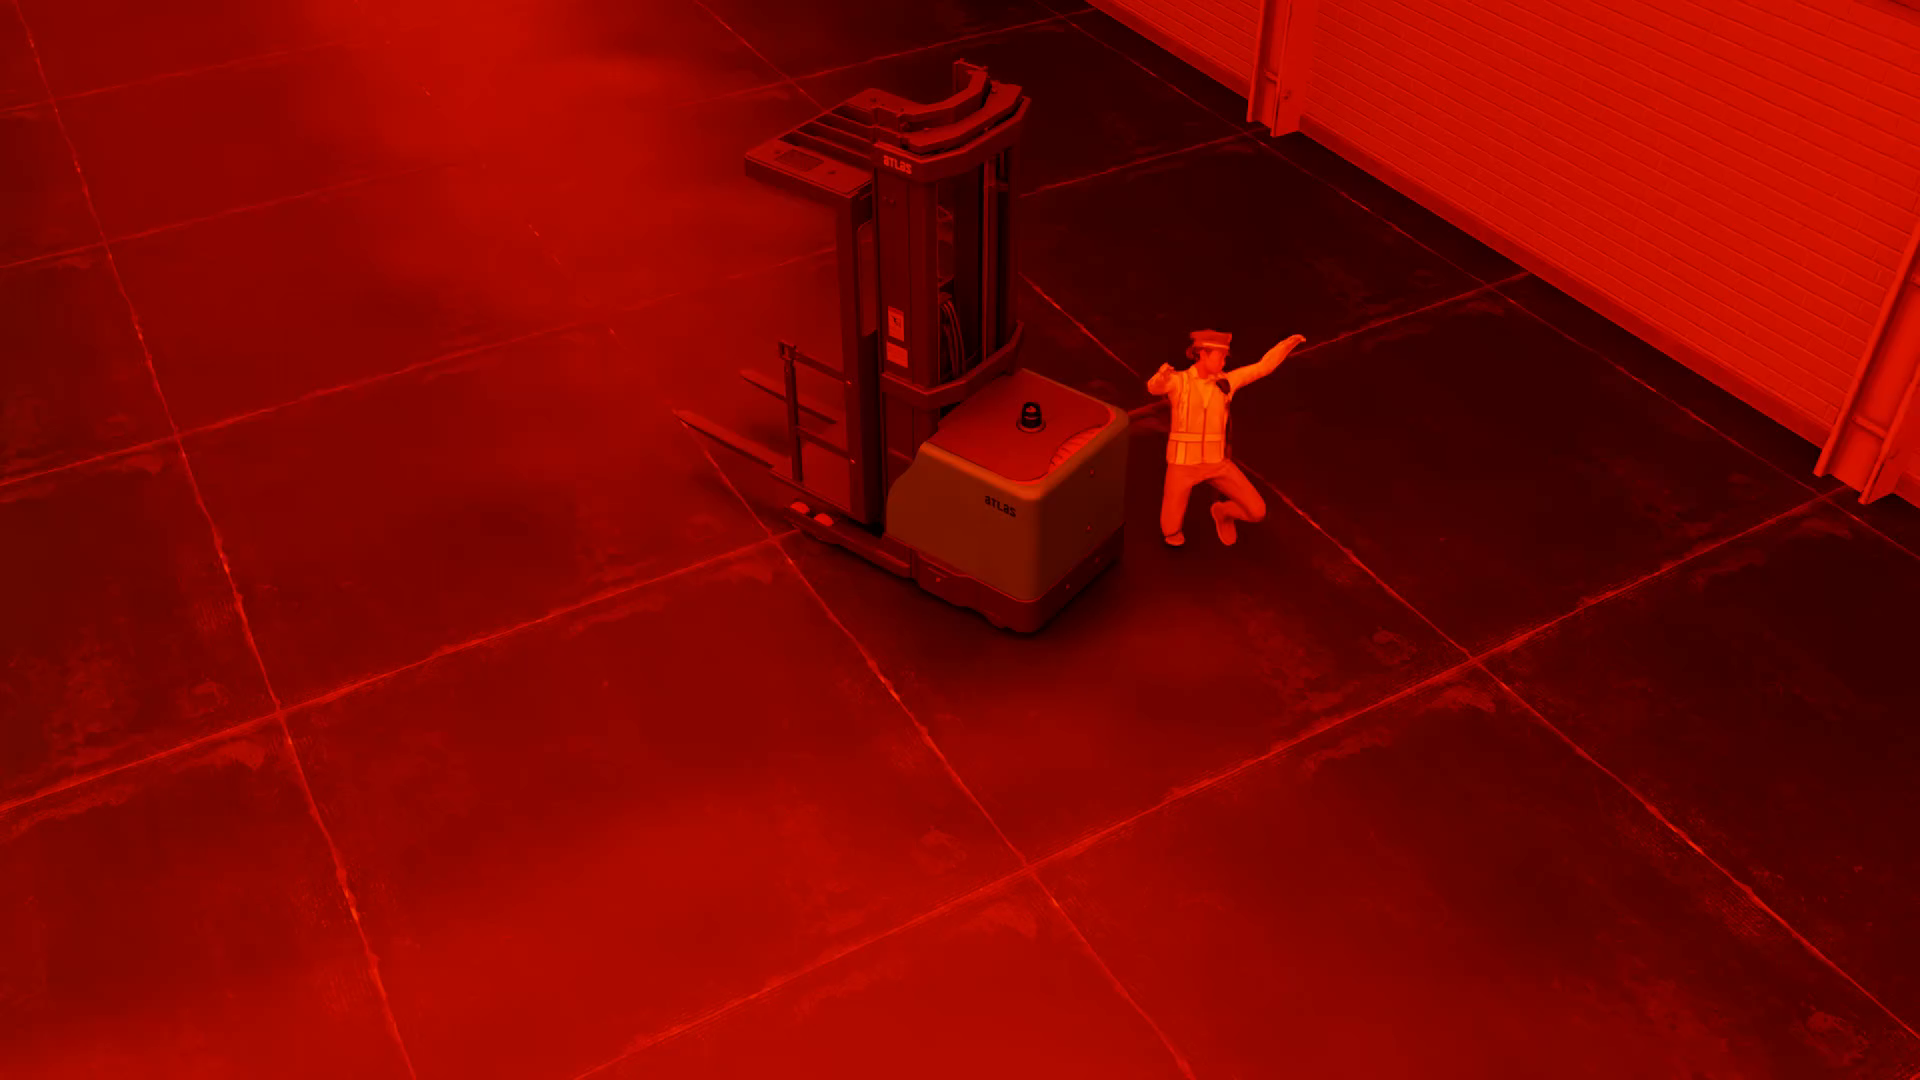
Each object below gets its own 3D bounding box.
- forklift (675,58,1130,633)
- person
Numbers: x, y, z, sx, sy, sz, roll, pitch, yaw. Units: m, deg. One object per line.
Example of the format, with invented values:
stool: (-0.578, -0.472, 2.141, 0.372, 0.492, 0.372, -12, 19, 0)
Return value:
forklift: (-0.481, -1.366, 9.683, 3.031, 2.935, 1.130, 26, 46, 28)
person: (1.494, -0.593, 9.848, 0.876, 1.540, 0.755, -5, 40, -6)
